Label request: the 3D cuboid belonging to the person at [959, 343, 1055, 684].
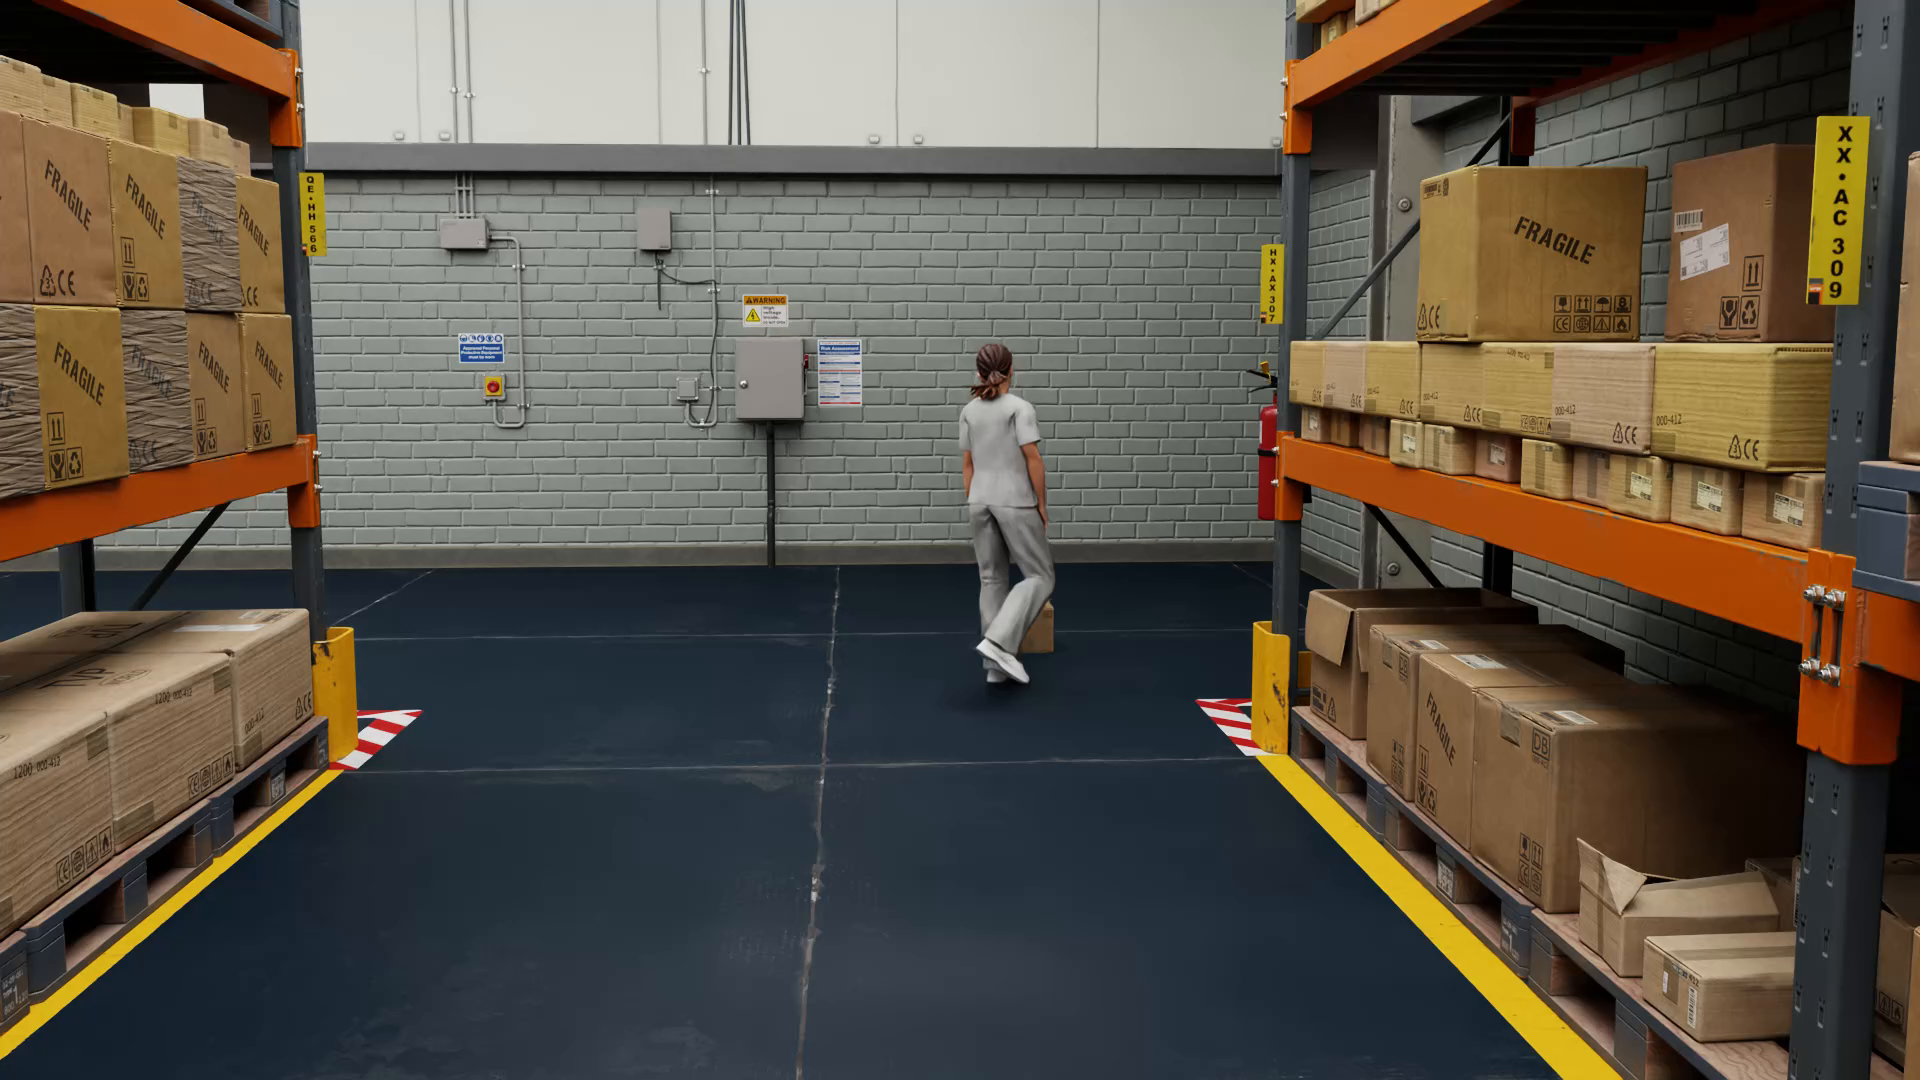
[{"bbox_3d":[0.182,-0.088,8.115,0.502,1.602,0.548,5,8,34],"label":"person"}]
